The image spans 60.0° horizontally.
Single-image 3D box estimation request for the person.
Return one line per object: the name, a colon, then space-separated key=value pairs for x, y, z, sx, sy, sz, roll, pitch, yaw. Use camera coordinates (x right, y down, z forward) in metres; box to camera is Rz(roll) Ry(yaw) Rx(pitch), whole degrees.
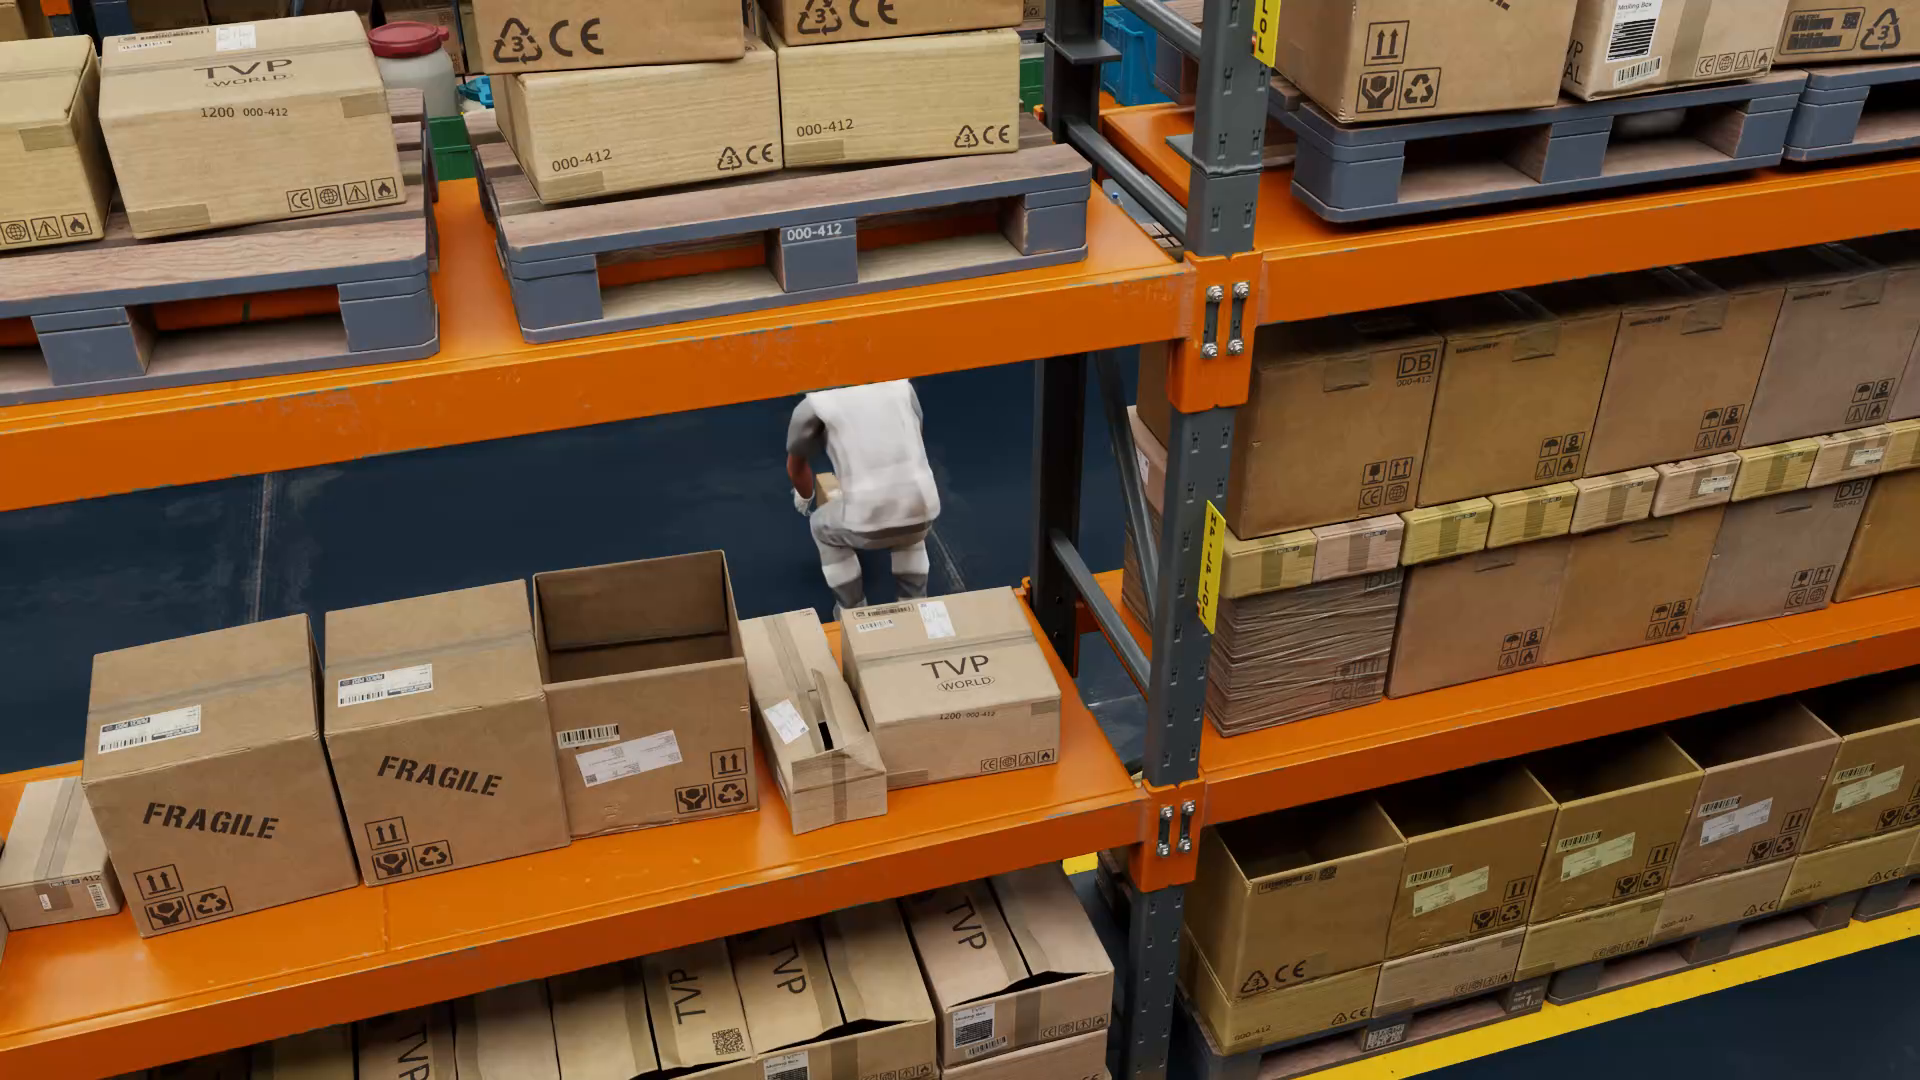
person: x=-0.402 y=-0.126 z=6.941 sx=0.580 sy=1.094 sz=0.858 roll=-10 pitch=35 yaw=-15
